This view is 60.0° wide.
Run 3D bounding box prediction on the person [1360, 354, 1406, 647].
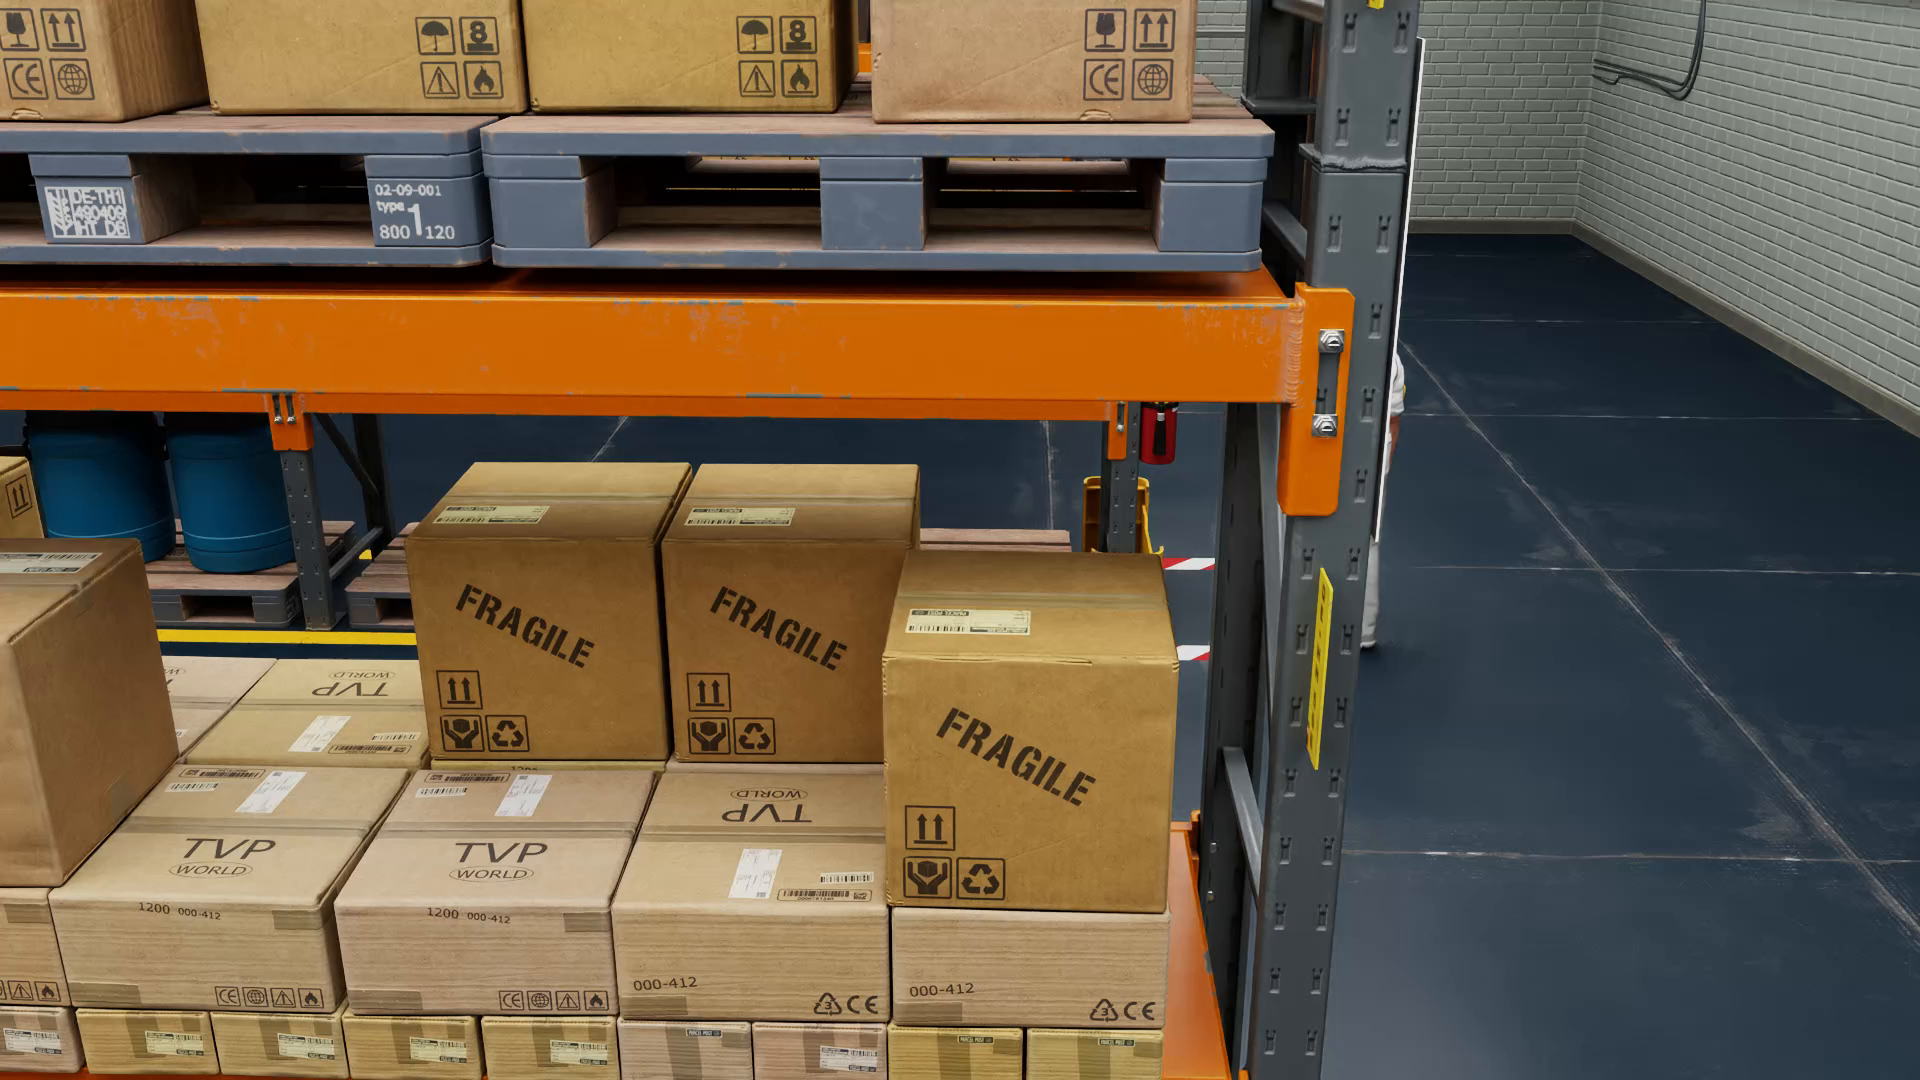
[{"bbox_3d":[1.809,-0.323,7.954,0.530,1.745,0.392,-1,21,-3],"label":"person"}]
